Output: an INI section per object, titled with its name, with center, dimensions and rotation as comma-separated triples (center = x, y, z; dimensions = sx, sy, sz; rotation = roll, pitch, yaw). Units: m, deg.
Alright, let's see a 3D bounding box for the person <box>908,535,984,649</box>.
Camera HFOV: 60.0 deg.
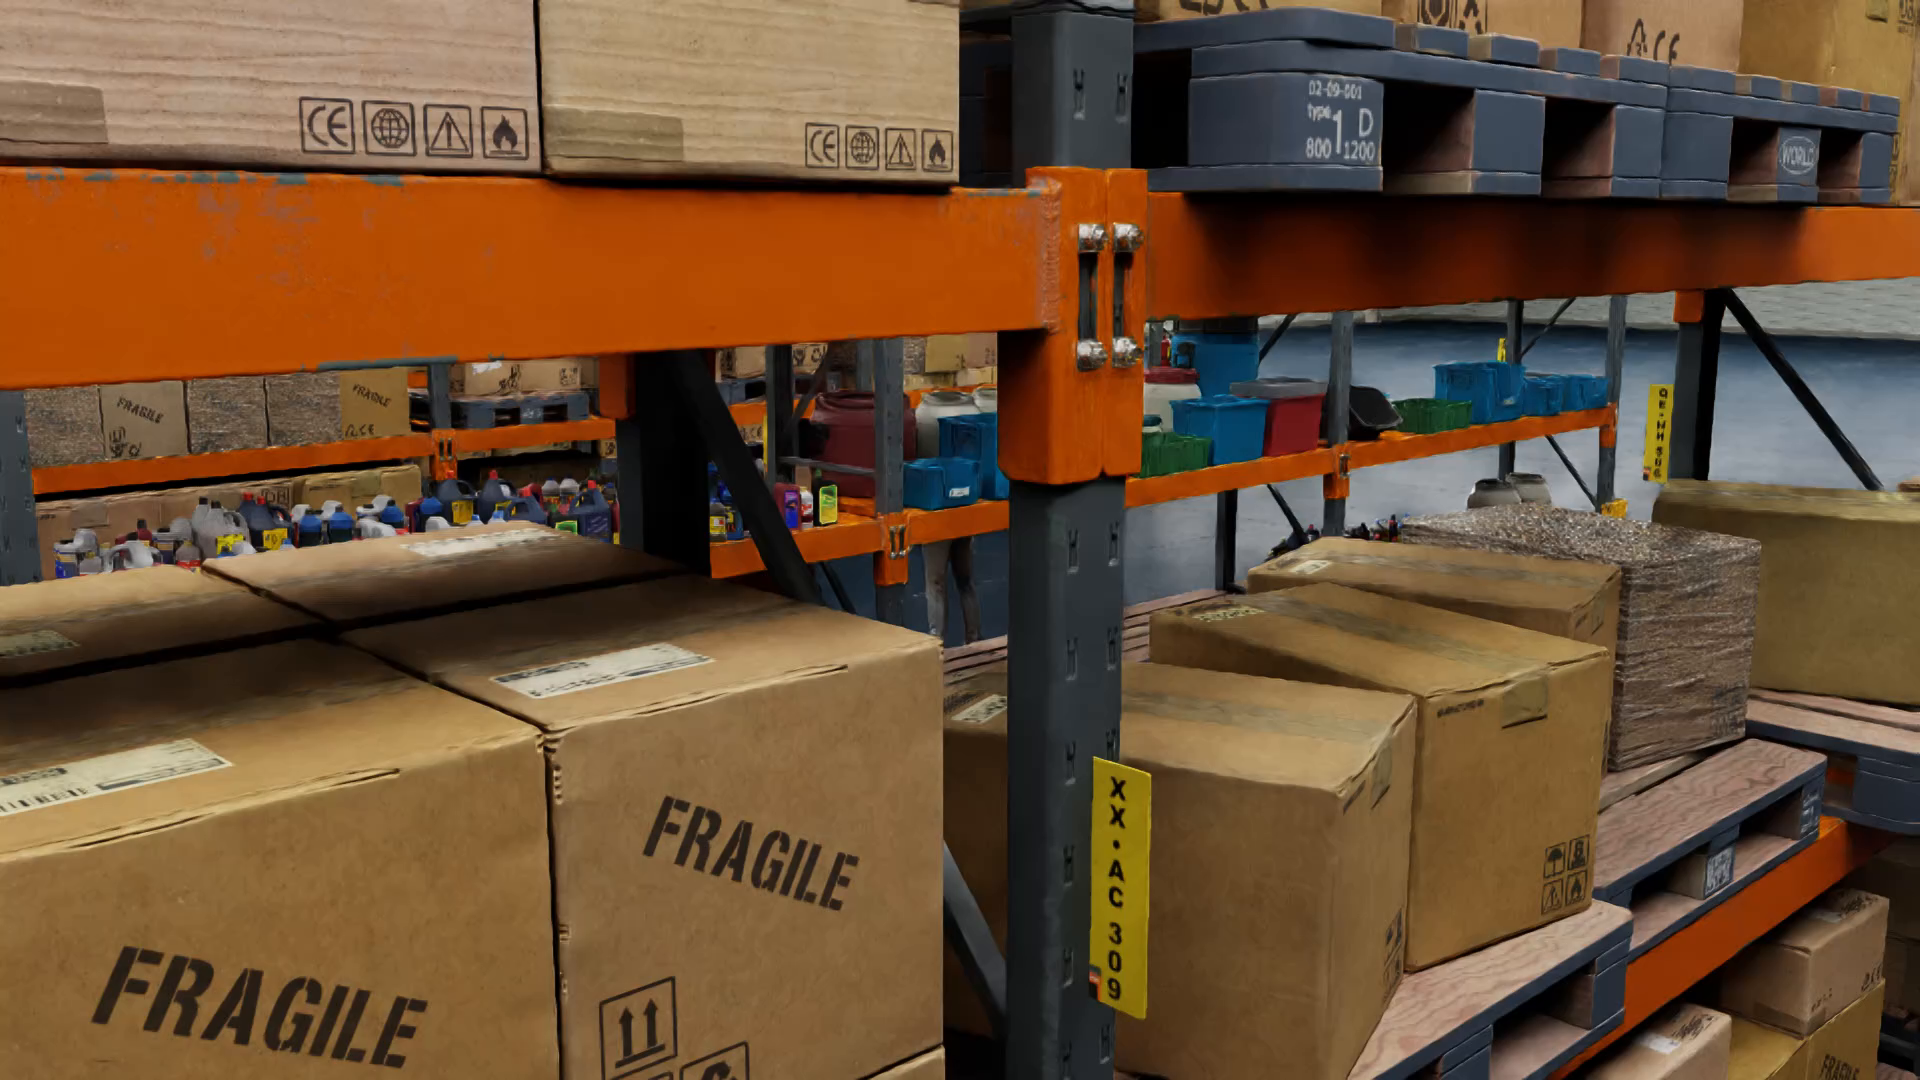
[person]
center = -0.097, -0.082, 10.721
dimensions = 0.419, 1.683, 0.599
rotation = 9, 14, 38
